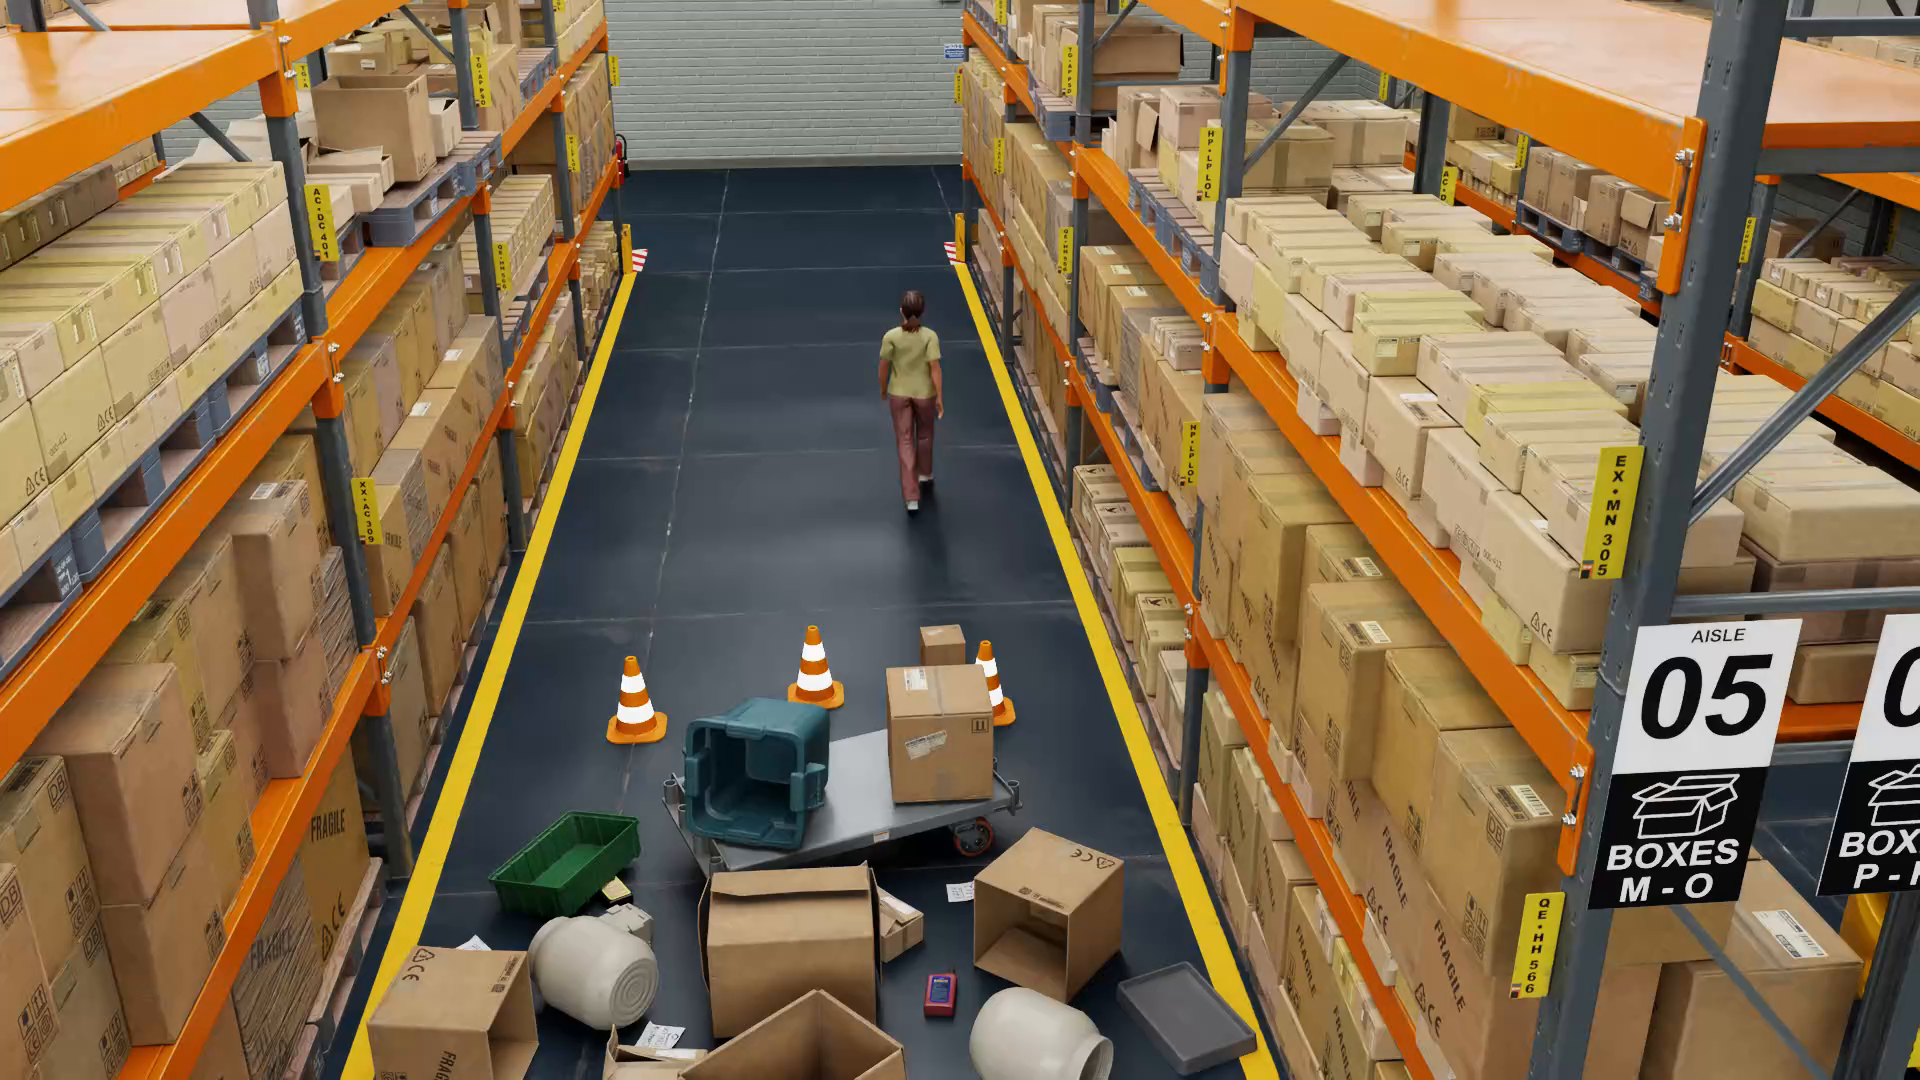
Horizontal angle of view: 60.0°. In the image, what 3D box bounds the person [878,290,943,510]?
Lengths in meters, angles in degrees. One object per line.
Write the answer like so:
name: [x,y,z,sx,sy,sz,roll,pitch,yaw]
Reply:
person: [-0.376,-1.108,12.607,0.478,1.659,0.861,-2,24,-4]
